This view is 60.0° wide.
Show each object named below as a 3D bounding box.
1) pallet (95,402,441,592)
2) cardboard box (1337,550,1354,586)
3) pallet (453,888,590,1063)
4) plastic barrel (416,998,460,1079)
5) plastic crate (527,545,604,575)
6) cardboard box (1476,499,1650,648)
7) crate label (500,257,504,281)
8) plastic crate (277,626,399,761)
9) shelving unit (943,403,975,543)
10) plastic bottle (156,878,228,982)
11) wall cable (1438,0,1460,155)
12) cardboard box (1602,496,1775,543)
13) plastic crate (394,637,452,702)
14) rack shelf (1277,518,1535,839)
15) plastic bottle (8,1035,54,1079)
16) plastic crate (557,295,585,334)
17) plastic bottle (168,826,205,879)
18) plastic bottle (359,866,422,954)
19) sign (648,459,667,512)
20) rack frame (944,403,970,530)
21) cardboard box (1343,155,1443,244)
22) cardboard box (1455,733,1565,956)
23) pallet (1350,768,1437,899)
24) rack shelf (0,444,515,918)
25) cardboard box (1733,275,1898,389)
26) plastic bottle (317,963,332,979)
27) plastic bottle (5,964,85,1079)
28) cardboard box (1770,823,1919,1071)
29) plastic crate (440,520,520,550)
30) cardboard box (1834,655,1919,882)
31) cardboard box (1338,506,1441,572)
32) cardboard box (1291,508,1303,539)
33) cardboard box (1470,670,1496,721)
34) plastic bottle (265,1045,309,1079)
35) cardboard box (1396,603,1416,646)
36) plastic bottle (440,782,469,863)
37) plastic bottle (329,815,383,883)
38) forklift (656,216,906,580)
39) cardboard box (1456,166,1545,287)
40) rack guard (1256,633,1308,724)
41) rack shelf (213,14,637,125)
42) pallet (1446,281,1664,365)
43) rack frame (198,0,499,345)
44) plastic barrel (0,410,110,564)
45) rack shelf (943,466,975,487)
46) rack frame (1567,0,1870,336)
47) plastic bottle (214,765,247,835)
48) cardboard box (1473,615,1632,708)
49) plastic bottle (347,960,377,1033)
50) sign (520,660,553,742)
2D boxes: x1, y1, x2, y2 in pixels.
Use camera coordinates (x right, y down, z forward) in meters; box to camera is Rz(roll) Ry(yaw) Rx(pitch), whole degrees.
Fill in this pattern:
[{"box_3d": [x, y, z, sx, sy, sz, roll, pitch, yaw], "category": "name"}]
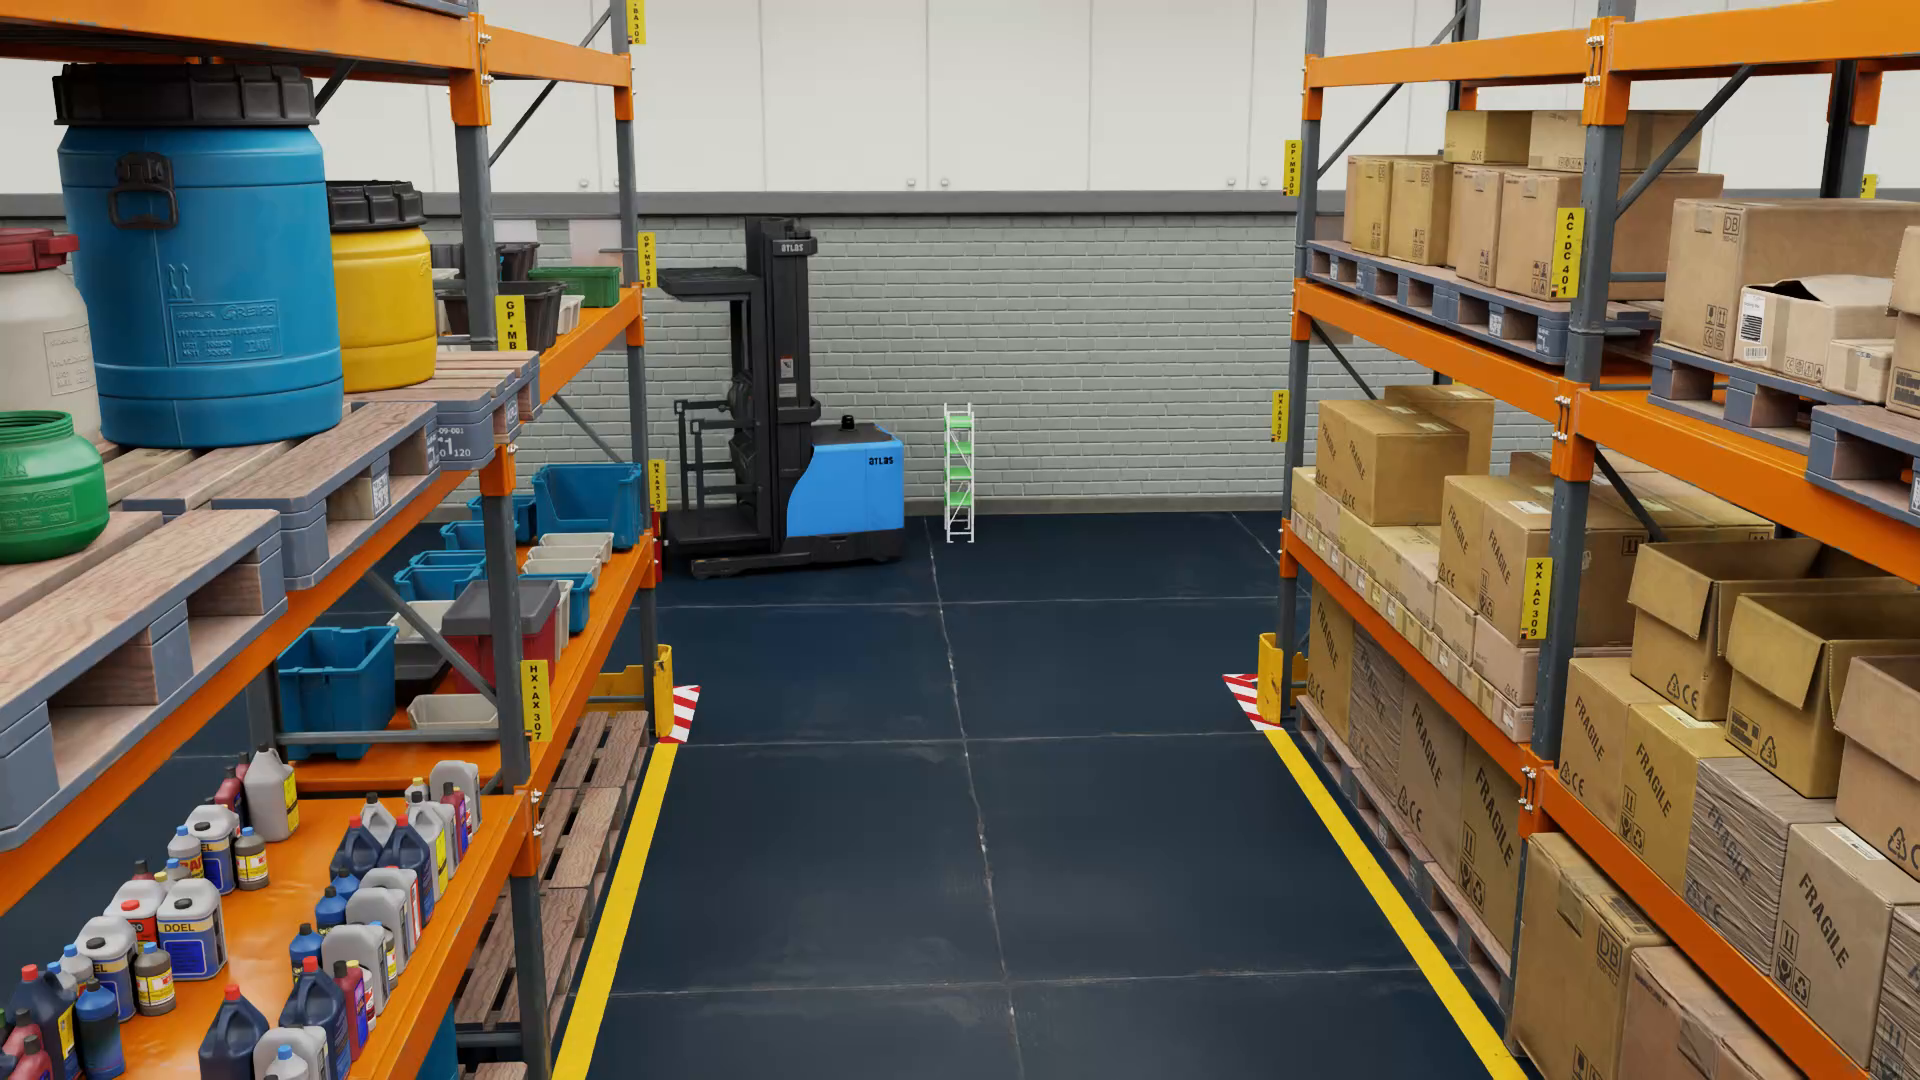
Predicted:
[{"box_3d": [-1.934, -0.133, 4.107, 1.003, 0.211, 1.213, -1, 14, -3], "category": "pallet"}, {"box_3d": [2.300, 0.152, 9.144, 0.380, 0.149, 0.250, -1, 14, -5], "category": "cardboard box"}, {"box_3d": [-2.238, 1.921, 7.361, 1.003, 0.211, 1.213, -1, 14, -3], "category": "pallet"}, {"box_3d": [-2.137, 1.701, 5.987, 0.600, 0.901, 0.708, -1, 14, -3], "category": "plastic barrel"}, {"box_3d": [-2.167, 0.129, 9.138, 0.396, 0.136, 0.243, -1, 14, -3], "category": "plastic crate"}, {"box_3d": [2.494, 0.131, 6.919, 0.500, 0.500, 0.500, 0, 14, -2], "category": "cardboard box"}, {"box_3d": [-2.667, -1.388, 8.905, 0.408, 0.251, 0.502, -1, 14, -3], "category": "crate label"}, {"box_3d": [-2.523, 0.620, 6.730, 0.392, 0.384, 0.575, -1, 14, -3], "category": "plastic crate"}, {"box_3d": [-0.010, -0.622, 15.260, 0.258, 1.200, 0.503, -1, 14, -3], "category": "shelving unit"}, {"box_3d": [-2.296, 1.162, 4.964, 0.152, 0.276, 0.135, -1, 14, -3], "category": "plastic bottle"}, {"box_3d": [5.632, -6.241, 14.993, 2.277, 5.999, 0.120, -1, 14, -3], "category": "wall cable"}, {"box_3d": [3.015, 0.119, 6.969, 0.500, 0.500, 0.500, -1, 14, -3], "category": "cardboard box"}, {"box_3d": [-2.491, 0.583, 7.398, 0.437, 0.125, 0.590, -1, 14, -3], "category": "plastic crate"}, {"box_3d": [2.666, 0.527, 8.625, 1.077, 0.370, 4.000, -1, 14, -3], "category": "rack shelf"}, {"box_3d": [-2.295, 1.377, 4.111, 0.061, 0.283, 0.133, -1, 14, -3], "category": "plastic bottle"}, {"box_3d": [-2.026, -1.057, 7.848, 0.437, 0.136, 0.530, -1, 14, -3], "category": "plastic crate"}, {"box_3d": [-2.503, 1.056, 5.383, 0.097, 0.271, 0.097, 0, 14, 0], "category": "plastic bottle"}, {"box_3d": [-1.753, 1.122, 5.118, 0.152, 0.276, 0.135, -1, 14, -3], "category": "plastic bottle"}, {"box_3d": [-1.854, -0.334, 10.200, 0.100, 0.325, 0.005, -1, 14, -3], "category": "sign"}, {"box_3d": [-0.025, -0.683, 15.496, 0.240, 1.200, 0.015, -1, 14, -3], "category": "rack frame"}, {"box_3d": [2.628, -1.943, 9.518, 0.700, 0.500, 0.500, -2, 15, -7], "category": "cardboard box"}, {"box_3d": [2.829, 1.336, 7.457, 0.875, 0.875, 0.875, -1, 14, -3], "category": "cardboard box"}, {"box_3d": [2.742, 1.532, 8.871, 1.003, 0.211, 1.213, -1, 14, -3], "category": "pallet"}, {"box_3d": [-2.030, 0.146, 4.088, 1.077, 0.370, 4.000, -1, 14, -3], "category": "rack shelf"}, {"box_3d": [2.768, -0.662, 5.121, 0.500, 0.311, 0.500, -1, 14, -5], "category": "cardboard box"}, {"box_3d": [-1.748, 1.278, 4.522, 0.097, 0.271, 0.097, 0, 14, 0], "category": "plastic bottle"}, {"box_3d": [-2.416, 1.274, 4.379, 0.144, 0.351, 0.185, -1, 14, -3], "category": "plastic bottle"}, {"box_3d": [2.669, 1.124, 4.661, 0.500, 0.500, 0.500, -1, 14, -2], "category": "cardboard box"}, {"box_3d": [-2.674, 0.040, 9.290, 0.416, 0.233, 0.300, -1, 14, -3], "category": "plastic crate"}, {"box_3d": [2.923, 0.626, 4.584, 0.797, 0.503, 0.637, 0, 14, -2], "category": "cardboard box"}, {"box_3d": [2.368, -0.012, 8.982, 0.500, 0.250, 0.500, -1, 14, -5], "category": "cardboard box"}, {"box_3d": [2.235, -0.104, 10.137, 0.380, 0.149, 0.250, -1, 14, -3], "category": "cardboard box"}, {"box_3d": [2.428, 0.663, 7.158, 0.380, 0.149, 0.250, -1, 14, -2], "category": "cardboard box"}, {"box_3d": [-1.662, 1.381, 4.122, 0.097, 0.271, 0.097, 0, 14, 0], "category": "plastic bottle"}, {"box_3d": [2.364, 0.407, 8.151, 0.380, 0.149, 0.250, -1, 14, -4], "category": "cardboard box"}, {"box_3d": [-1.747, 0.959, 5.737, 0.061, 0.283, 0.133, -1, 14, -3], "category": "plastic bottle"}, {"box_3d": [-1.903, 1.048, 5.255, 0.144, 0.351, 0.185, -1, 14, -3], "category": "plastic bottle"}, {"box_3d": [-2.048, -1.233, 14.161, 3.031, 2.935, 1.130, -4, 15, -16], "category": "forklift"}, {"box_3d": [2.652, -1.404, 7.424, 0.700, 0.500, 0.500, 0, 14, -1], "category": "cardboard box"}, {"box_3d": [2.540, 0.886, 10.803, 1.175, 0.500, 0.348, -1, 14, -3], "category": "rack guard"}, {"box_3d": [-2.278, -2.108, 7.630, 1.077, 0.370, 4.000, -1, 14, -3], "category": "rack shelf"}, {"box_3d": [2.749, -0.937, 7.031, 1.003, 0.211, 1.213, -1, 14, -3], "category": "pallet"}, {"box_3d": [-2.154, -2.153, 5.557, 1.000, 3.000, 0.127, -1, 14, -3], "category": "rack frame"}, {"box_3d": [-1.742, -0.100, 3.070, 0.294, 0.245, 0.294, 0, 14, 0], "category": "plastic barrel"}, {"box_3d": [-0.010, -0.560, 15.276, 0.258, 0.148, 0.480, -1, 14, -3], "category": "rack shelf"}, {"box_3d": [2.790, -2.229, 5.855, 1.000, 3.000, 0.127, -1, 14, -3], "category": "rack frame"}, {"box_3d": [-2.549, 0.940, 5.811, 0.061, 0.283, 0.133, -1, 14, -3], "category": "plastic bottle"}, {"box_3d": [2.500, 0.499, 6.995, 0.500, 0.250, 0.500, -1, 14, -4], "category": "cardboard box"}, {"box_3d": [-1.696, 1.278, 4.663, 0.097, 0.201, 0.097, 0, 14, 0], "category": "plastic bottle"}, {"box_3d": [-1.605, 0.611, 6.302, 0.100, 0.325, 0.005, -1, 14, -3], "category": "sign"}]
